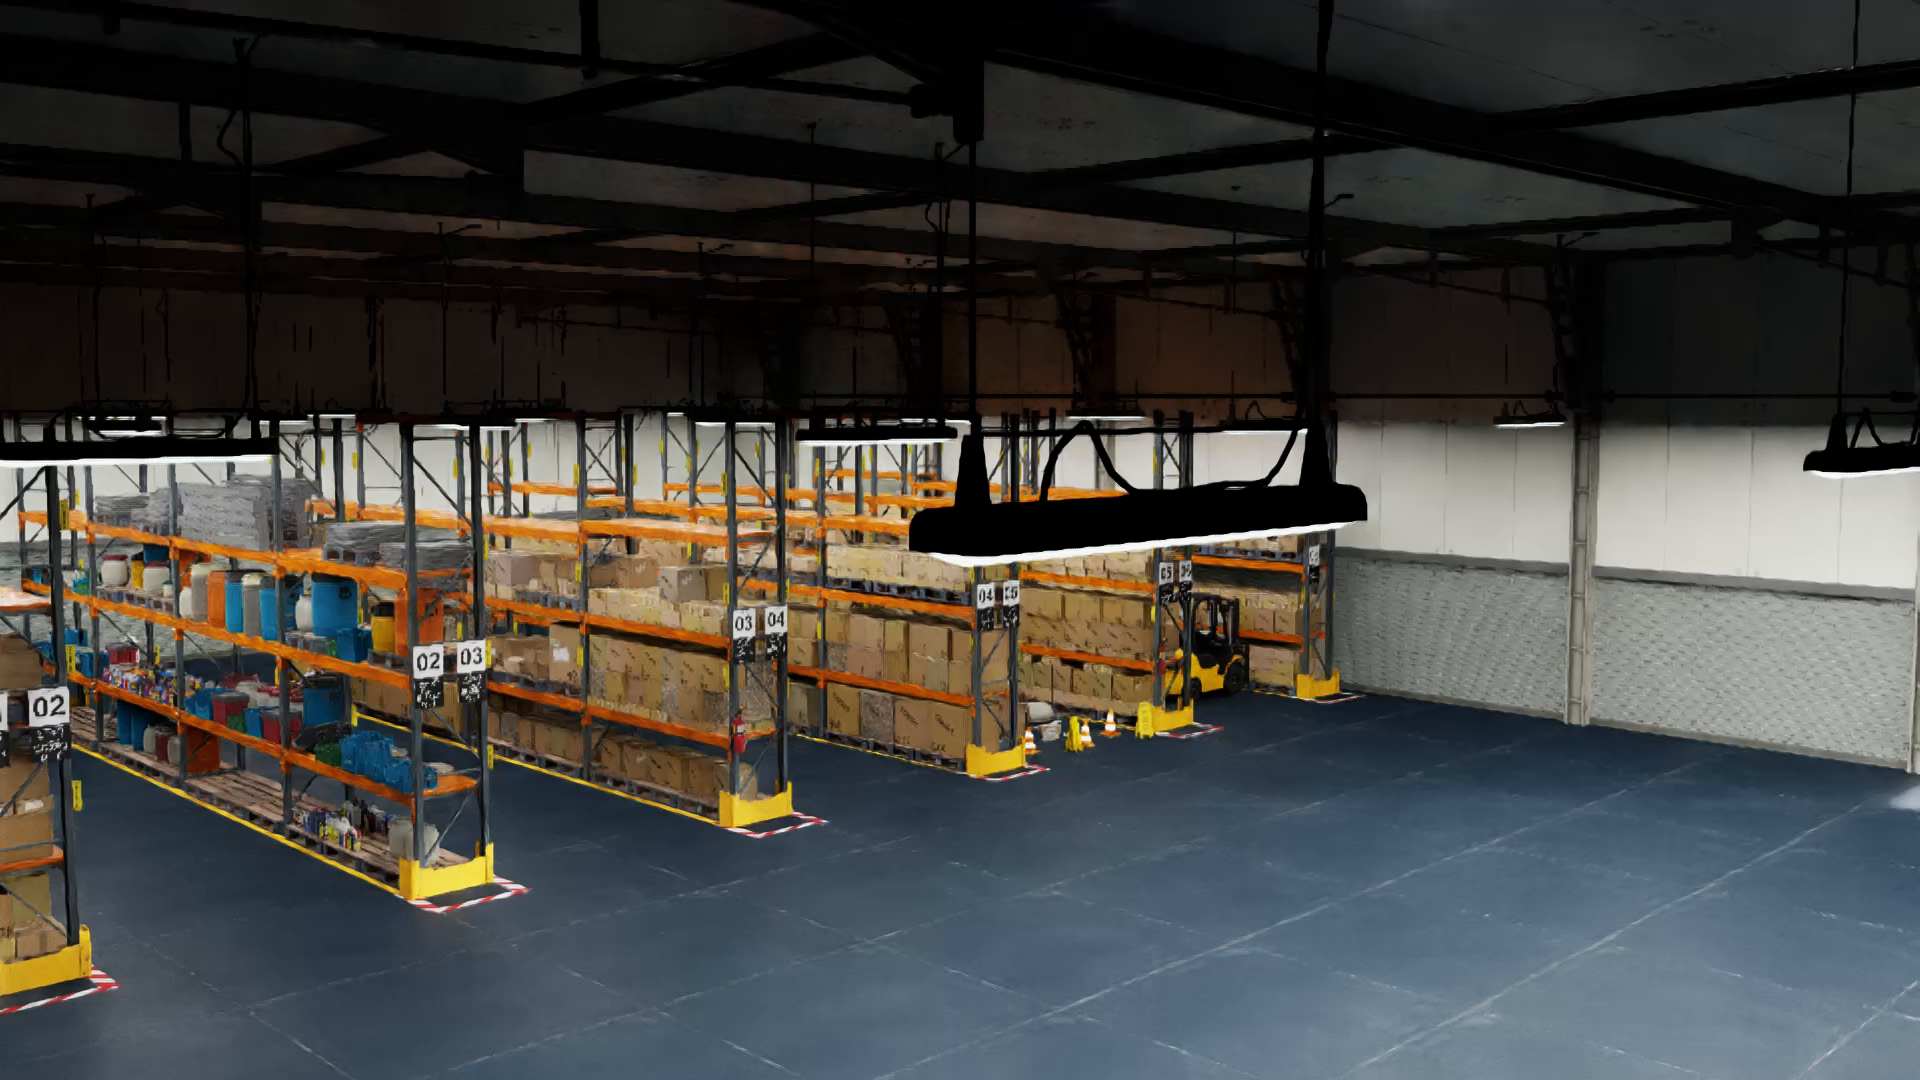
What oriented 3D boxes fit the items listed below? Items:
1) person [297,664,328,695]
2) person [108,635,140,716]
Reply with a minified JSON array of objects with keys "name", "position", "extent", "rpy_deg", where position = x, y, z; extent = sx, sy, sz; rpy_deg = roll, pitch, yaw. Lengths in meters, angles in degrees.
[{"name":"person","position":[-11.668,2.931,30.098],"extent":[0.517,1.596,0.625],"rpy_deg":[5,7,42]},{"name":"person","position":[-16.138,2.681,32.233],"extent":[0.843,1.701,0.708],"rpy_deg":[3,6,29]}]
